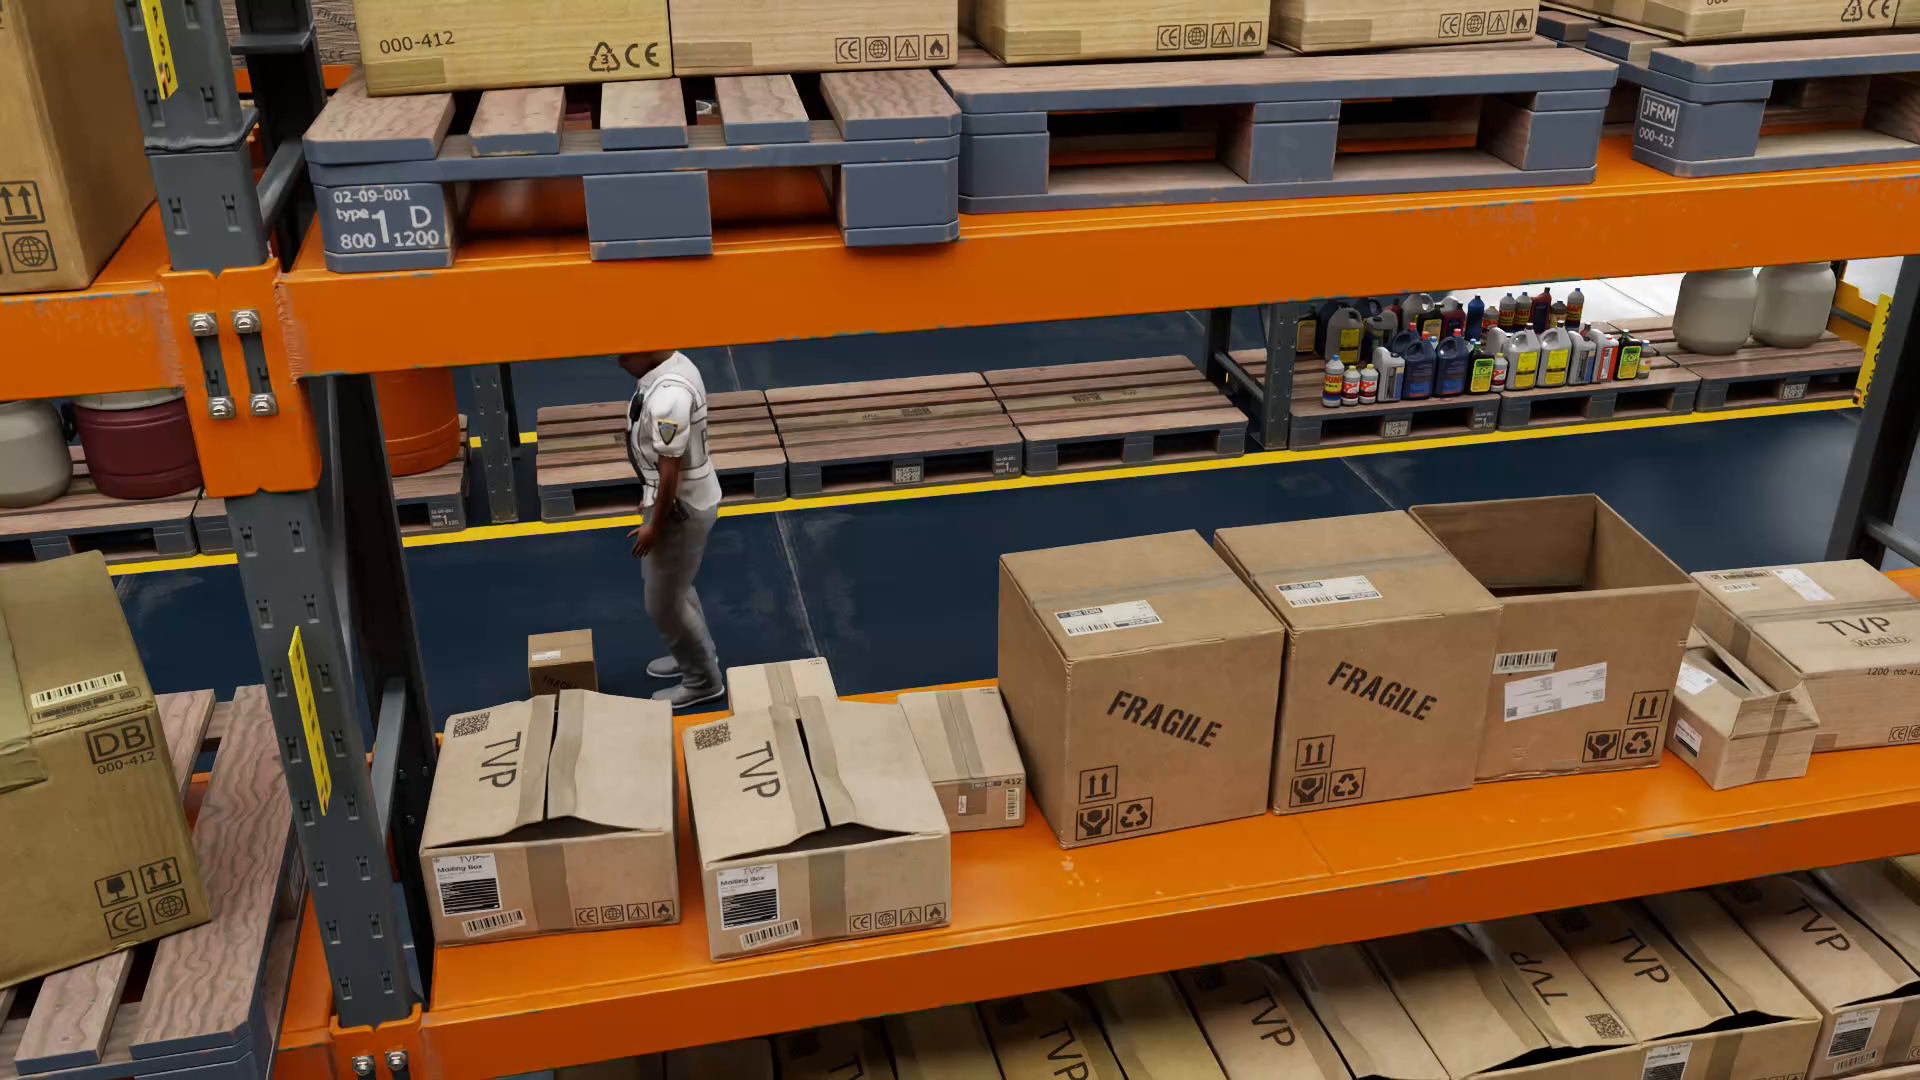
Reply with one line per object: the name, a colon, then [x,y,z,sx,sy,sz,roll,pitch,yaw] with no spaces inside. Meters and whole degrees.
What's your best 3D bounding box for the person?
person: [-1.118,-0.117,6.389,0.410,1.636,0.450,-5,27,-10]
